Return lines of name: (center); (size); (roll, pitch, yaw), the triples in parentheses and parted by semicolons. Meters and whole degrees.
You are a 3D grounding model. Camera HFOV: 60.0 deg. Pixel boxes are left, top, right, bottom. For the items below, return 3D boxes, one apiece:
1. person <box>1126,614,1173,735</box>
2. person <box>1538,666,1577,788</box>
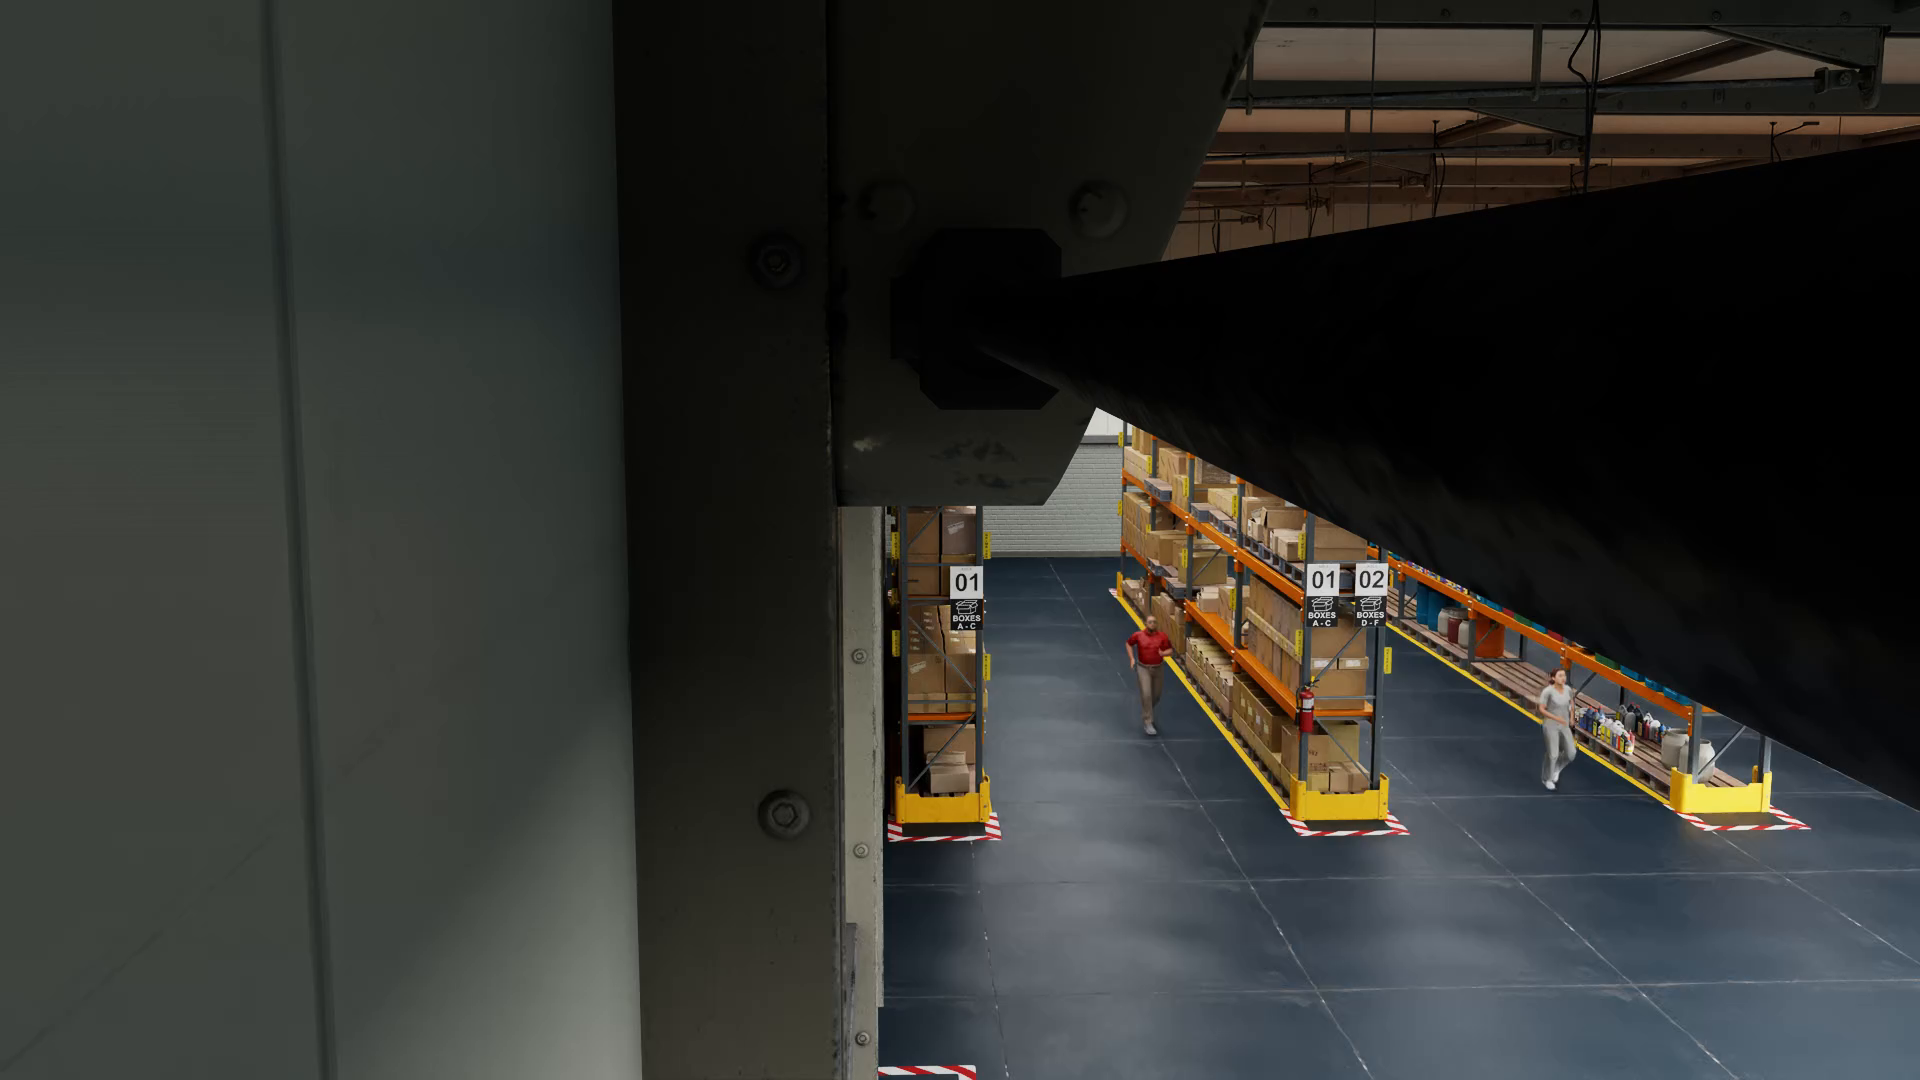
person: (2.851, 1.966, 24.908); (0.662, 1.716, 0.989); (-1, 8, -8)
person: (7.862, 2.468, 21.804); (0.589, 1.639, 0.562); (-2, 8, -14)
